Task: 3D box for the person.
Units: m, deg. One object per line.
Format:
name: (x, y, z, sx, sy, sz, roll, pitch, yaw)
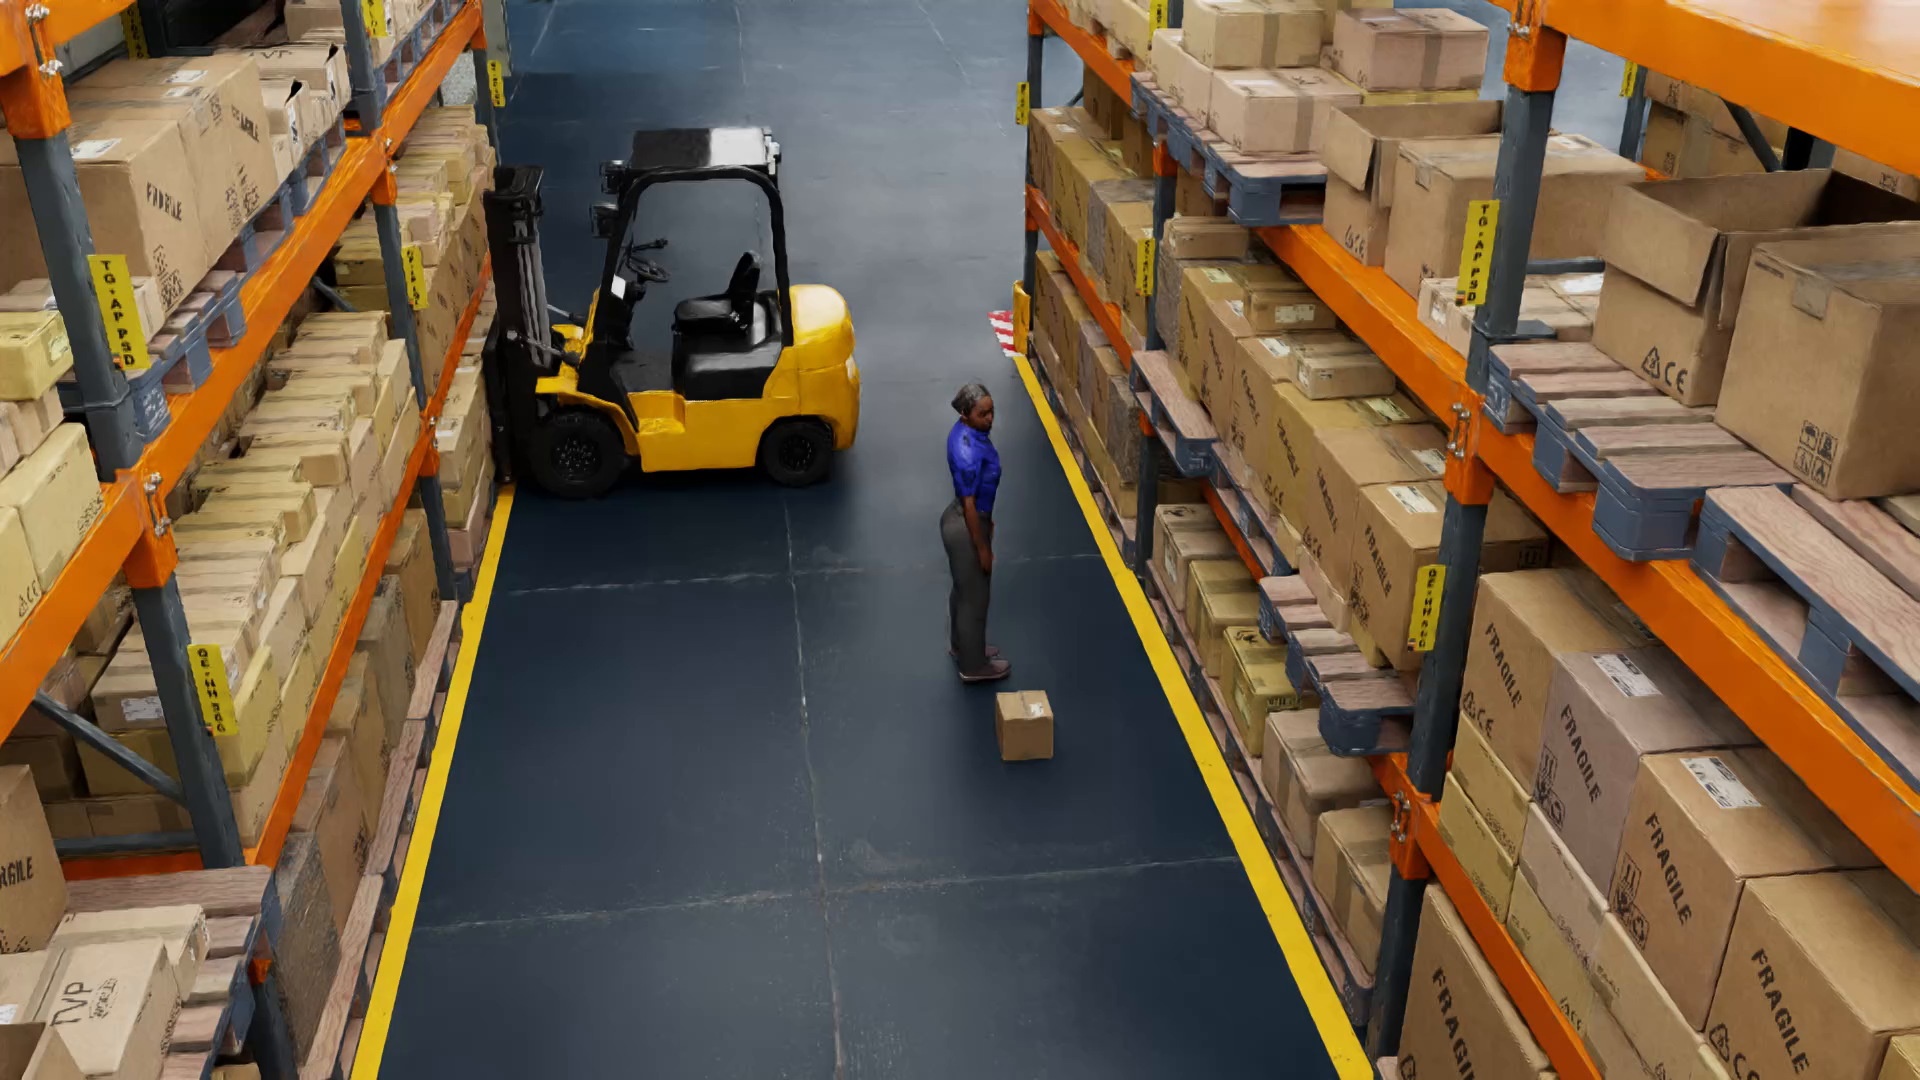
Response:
person: (0.086, -0.032, 8.676, 0.375, 1.700, 0.500, 0, 27, -1)
